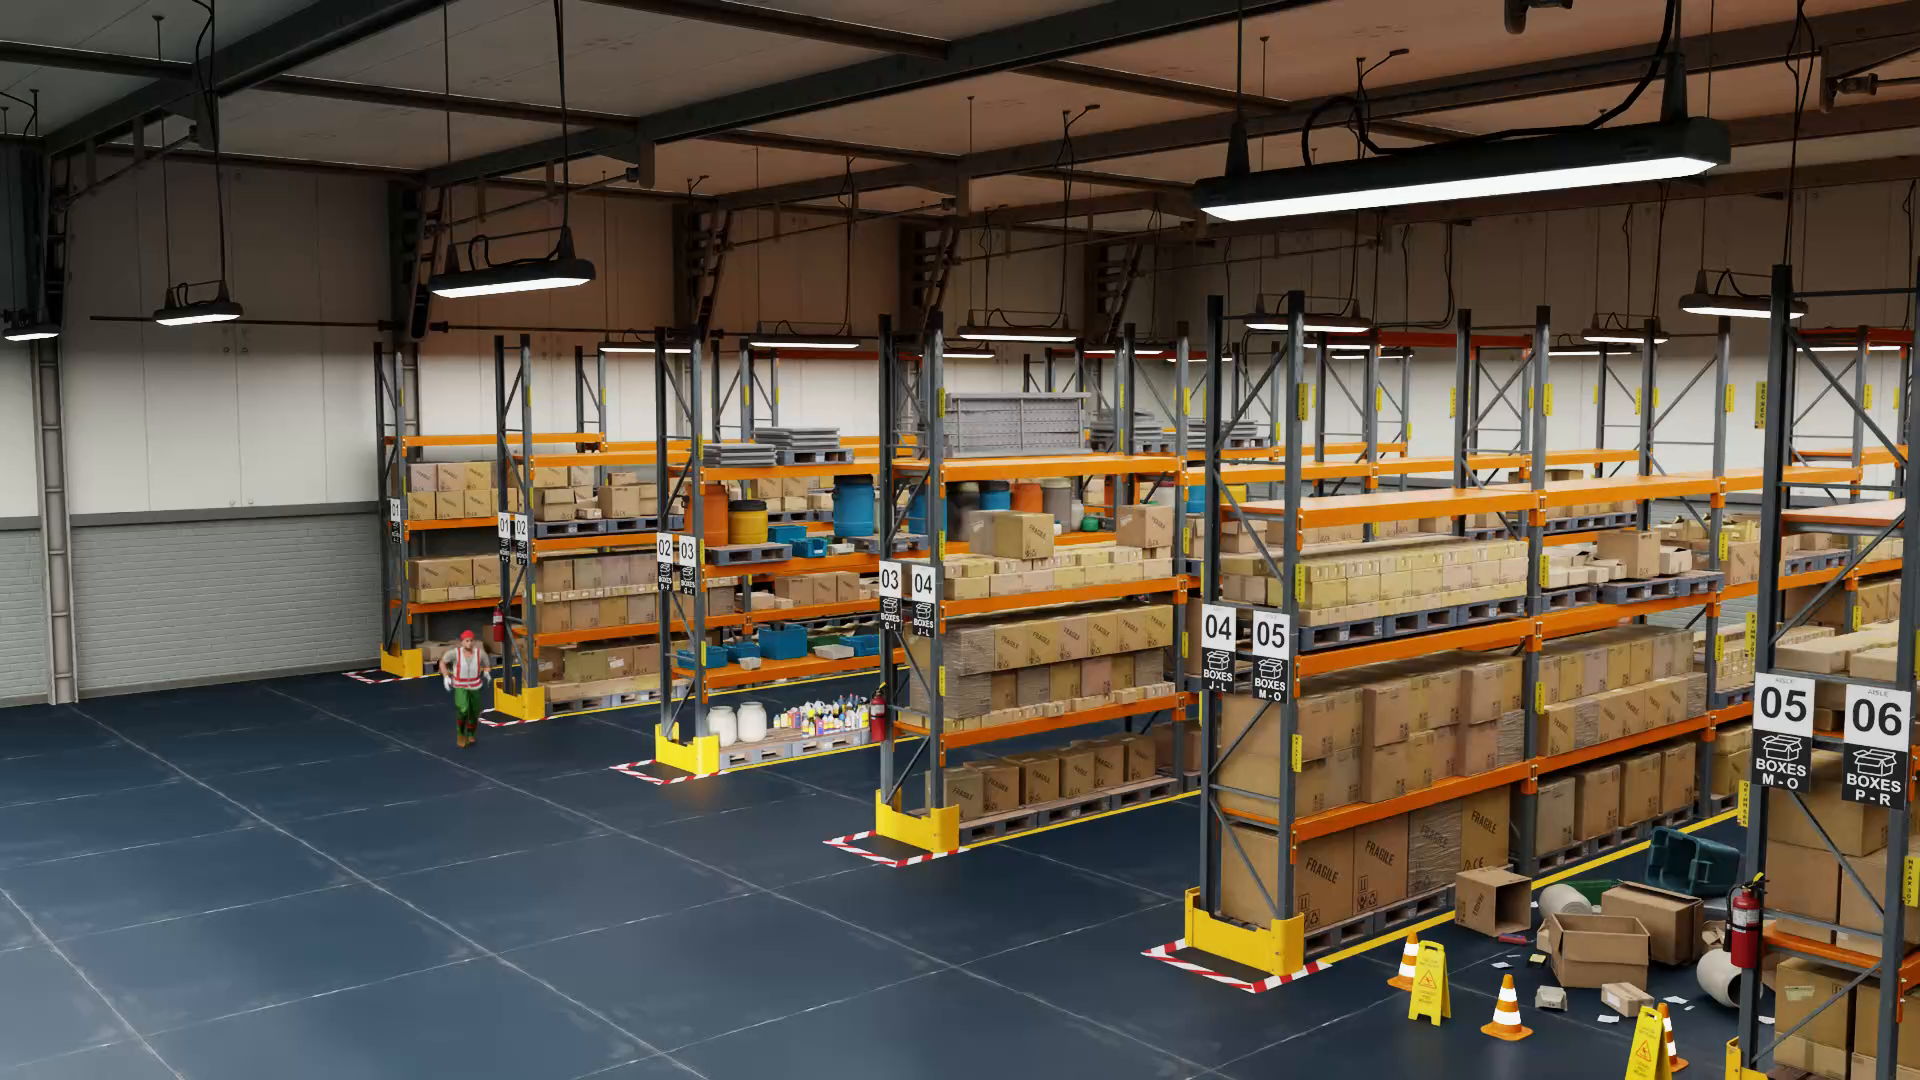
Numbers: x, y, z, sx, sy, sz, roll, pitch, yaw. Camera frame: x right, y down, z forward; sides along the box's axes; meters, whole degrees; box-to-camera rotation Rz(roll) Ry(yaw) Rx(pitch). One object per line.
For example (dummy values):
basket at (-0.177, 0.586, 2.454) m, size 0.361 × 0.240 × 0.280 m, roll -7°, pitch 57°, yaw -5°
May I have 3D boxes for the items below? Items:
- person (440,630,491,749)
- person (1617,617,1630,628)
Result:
person at (-7.086, 2.135, 23.888) m, size 0.692 × 1.722 × 0.798 m, roll -2°, pitch 6°, yaw -25°
person at (10.148, 2.046, 25.433) m, size 0.710 × 1.638 × 0.825 m, roll 4°, pitch 6°, yaw 37°
